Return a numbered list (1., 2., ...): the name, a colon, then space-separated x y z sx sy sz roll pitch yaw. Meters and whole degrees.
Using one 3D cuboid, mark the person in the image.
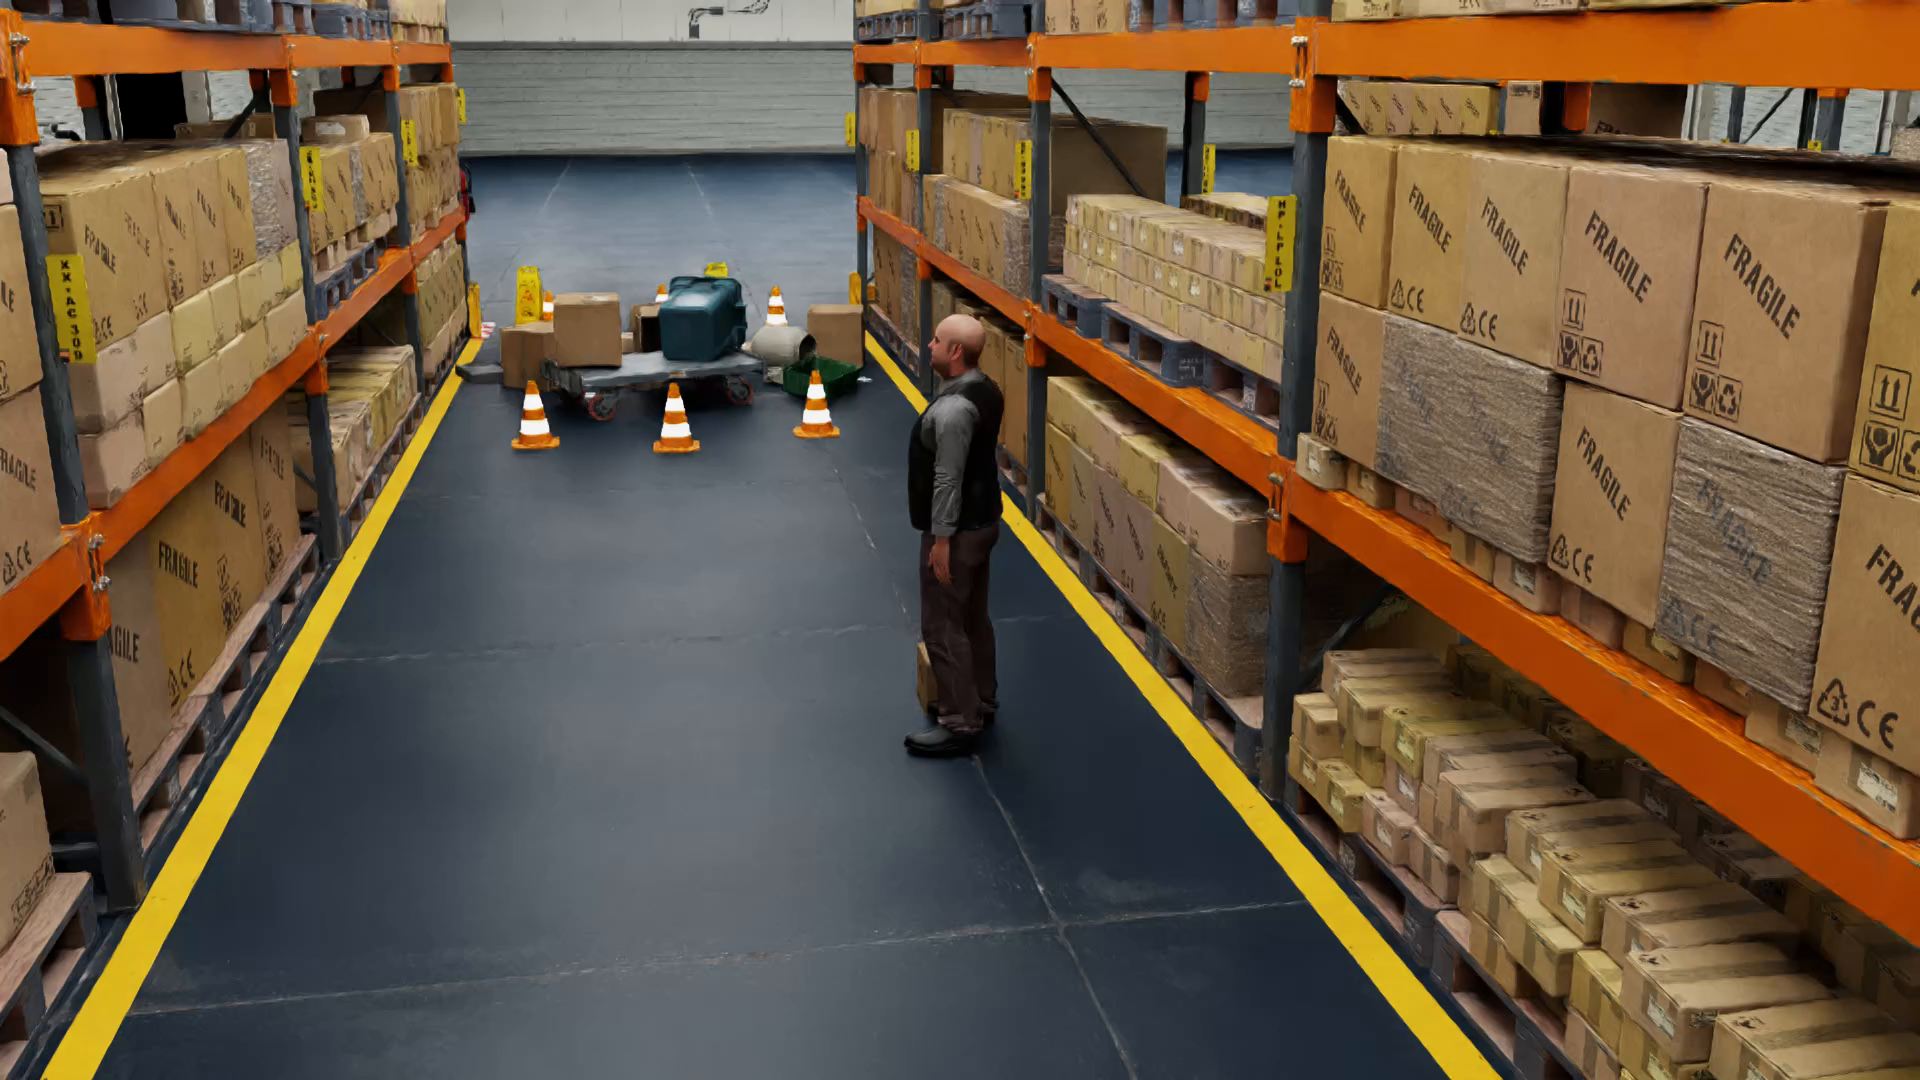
1. person: -0.015 -0.040 6.647 0.358 1.726 0.567 4 17 13
